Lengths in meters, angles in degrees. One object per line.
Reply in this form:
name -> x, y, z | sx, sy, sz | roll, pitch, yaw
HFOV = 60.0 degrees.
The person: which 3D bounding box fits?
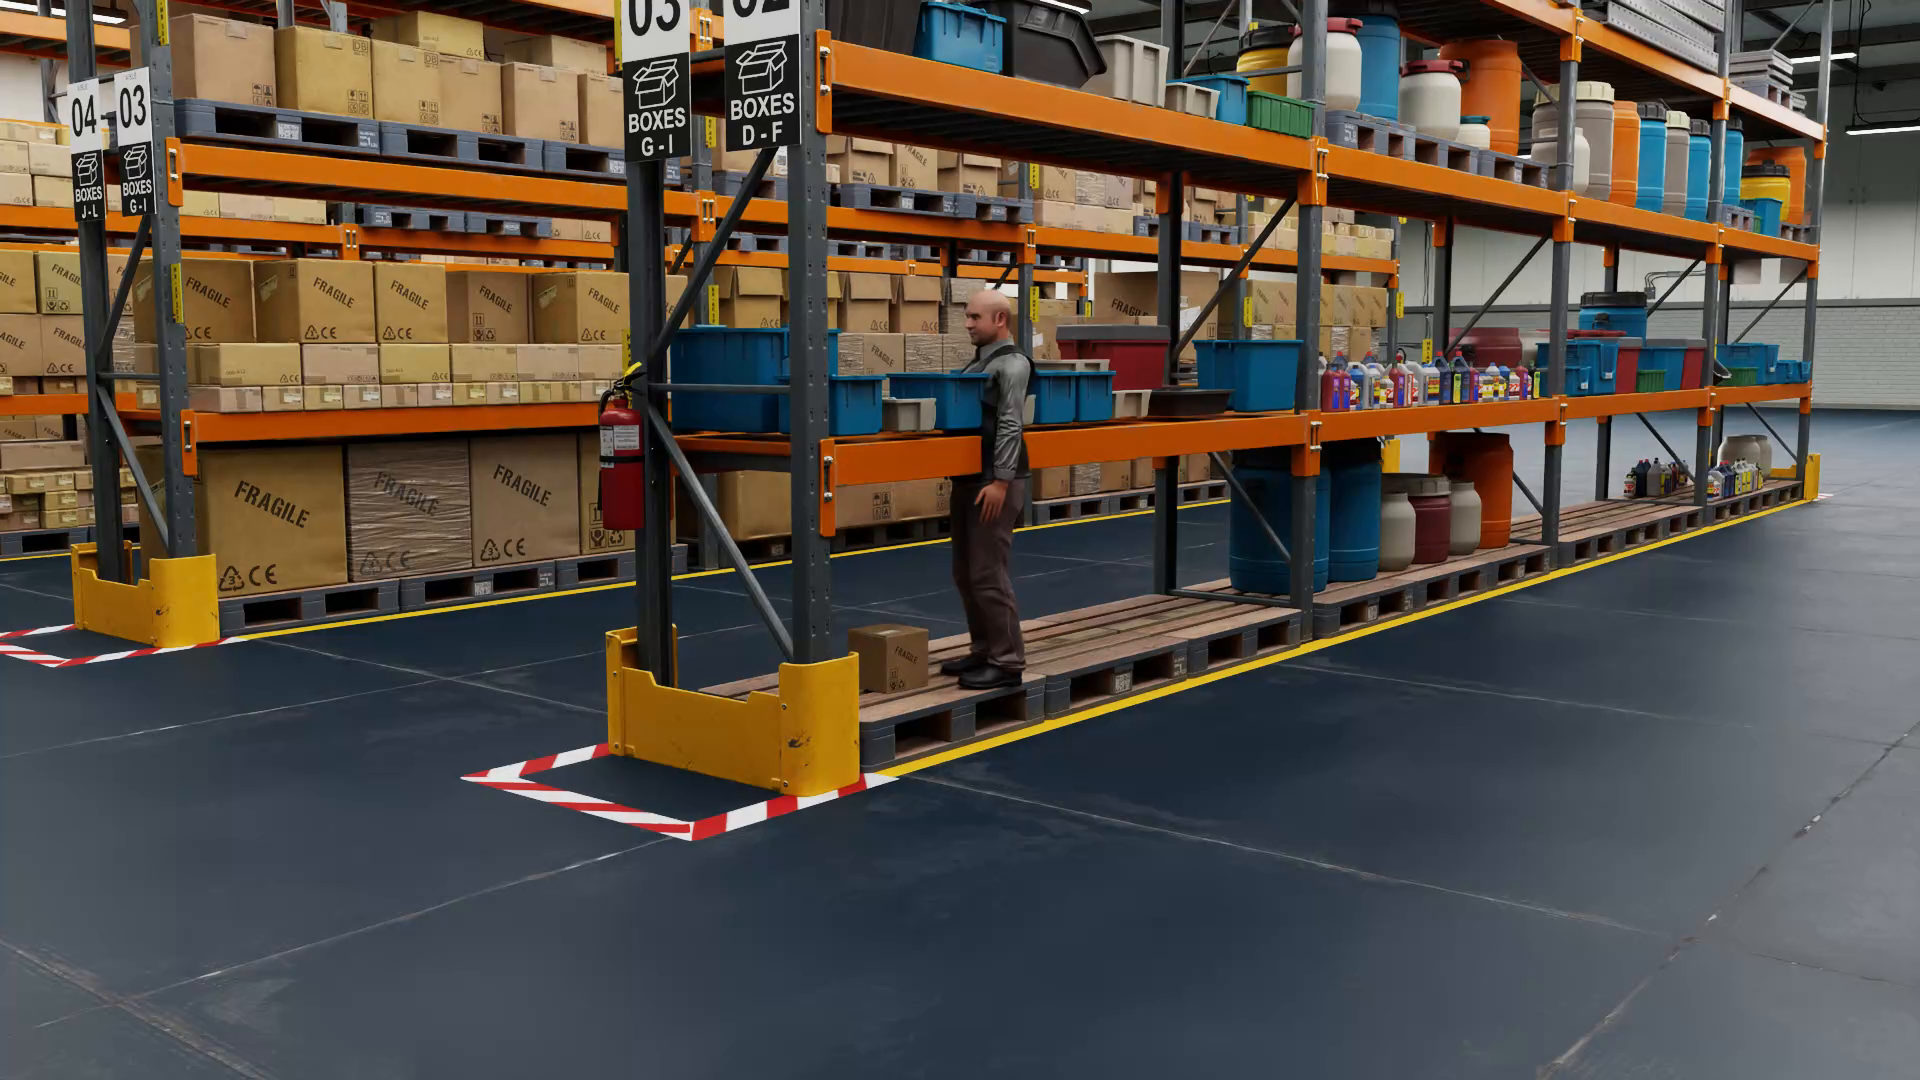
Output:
person -> 0.113, -0.228, 7.244 | 0.358, 1.714, 0.511 | -2, 7, -18
